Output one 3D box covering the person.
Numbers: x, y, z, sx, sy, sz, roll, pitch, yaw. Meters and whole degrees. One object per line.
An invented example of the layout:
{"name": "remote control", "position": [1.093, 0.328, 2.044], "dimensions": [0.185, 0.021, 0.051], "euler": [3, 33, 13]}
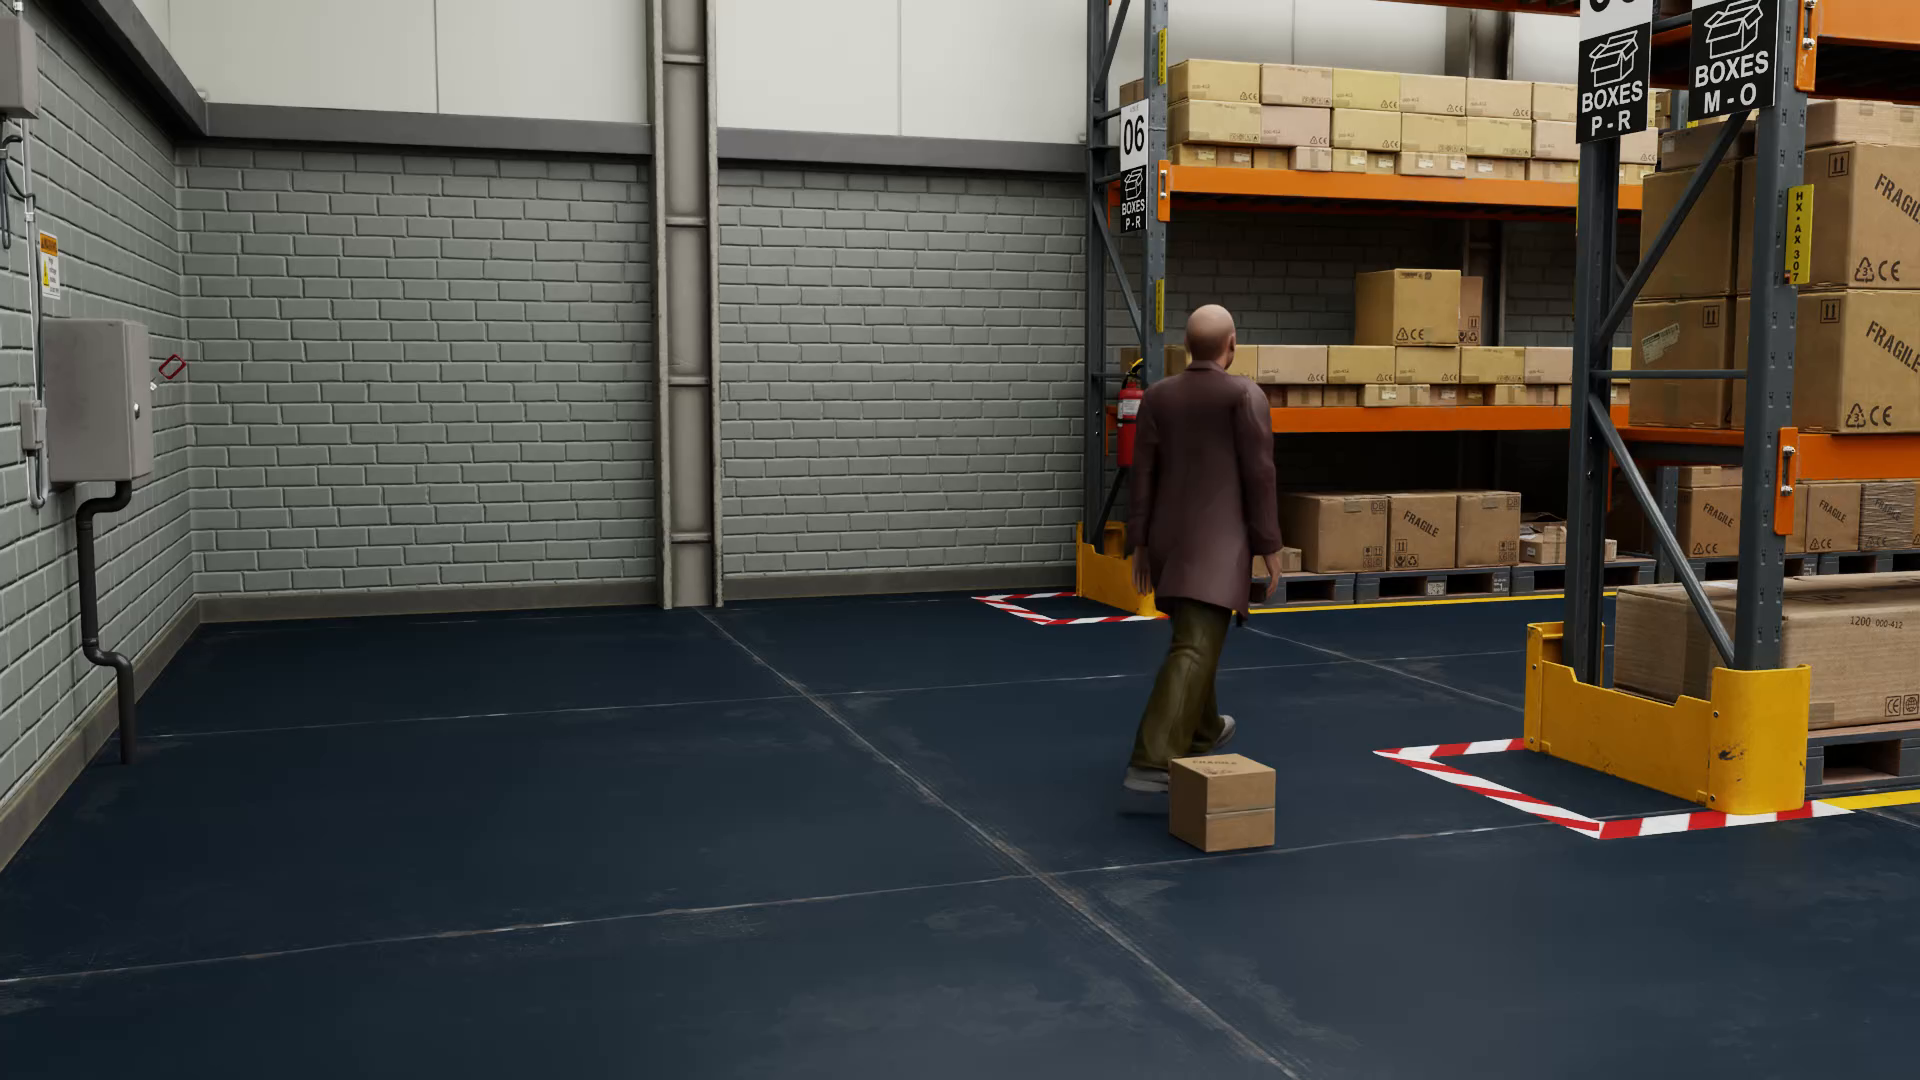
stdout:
{"name": "person", "position": [0.891, 0.027, 6.023], "dimensions": [1.006, 1.749, 0.652], "euler": [-5, 8, -41]}
